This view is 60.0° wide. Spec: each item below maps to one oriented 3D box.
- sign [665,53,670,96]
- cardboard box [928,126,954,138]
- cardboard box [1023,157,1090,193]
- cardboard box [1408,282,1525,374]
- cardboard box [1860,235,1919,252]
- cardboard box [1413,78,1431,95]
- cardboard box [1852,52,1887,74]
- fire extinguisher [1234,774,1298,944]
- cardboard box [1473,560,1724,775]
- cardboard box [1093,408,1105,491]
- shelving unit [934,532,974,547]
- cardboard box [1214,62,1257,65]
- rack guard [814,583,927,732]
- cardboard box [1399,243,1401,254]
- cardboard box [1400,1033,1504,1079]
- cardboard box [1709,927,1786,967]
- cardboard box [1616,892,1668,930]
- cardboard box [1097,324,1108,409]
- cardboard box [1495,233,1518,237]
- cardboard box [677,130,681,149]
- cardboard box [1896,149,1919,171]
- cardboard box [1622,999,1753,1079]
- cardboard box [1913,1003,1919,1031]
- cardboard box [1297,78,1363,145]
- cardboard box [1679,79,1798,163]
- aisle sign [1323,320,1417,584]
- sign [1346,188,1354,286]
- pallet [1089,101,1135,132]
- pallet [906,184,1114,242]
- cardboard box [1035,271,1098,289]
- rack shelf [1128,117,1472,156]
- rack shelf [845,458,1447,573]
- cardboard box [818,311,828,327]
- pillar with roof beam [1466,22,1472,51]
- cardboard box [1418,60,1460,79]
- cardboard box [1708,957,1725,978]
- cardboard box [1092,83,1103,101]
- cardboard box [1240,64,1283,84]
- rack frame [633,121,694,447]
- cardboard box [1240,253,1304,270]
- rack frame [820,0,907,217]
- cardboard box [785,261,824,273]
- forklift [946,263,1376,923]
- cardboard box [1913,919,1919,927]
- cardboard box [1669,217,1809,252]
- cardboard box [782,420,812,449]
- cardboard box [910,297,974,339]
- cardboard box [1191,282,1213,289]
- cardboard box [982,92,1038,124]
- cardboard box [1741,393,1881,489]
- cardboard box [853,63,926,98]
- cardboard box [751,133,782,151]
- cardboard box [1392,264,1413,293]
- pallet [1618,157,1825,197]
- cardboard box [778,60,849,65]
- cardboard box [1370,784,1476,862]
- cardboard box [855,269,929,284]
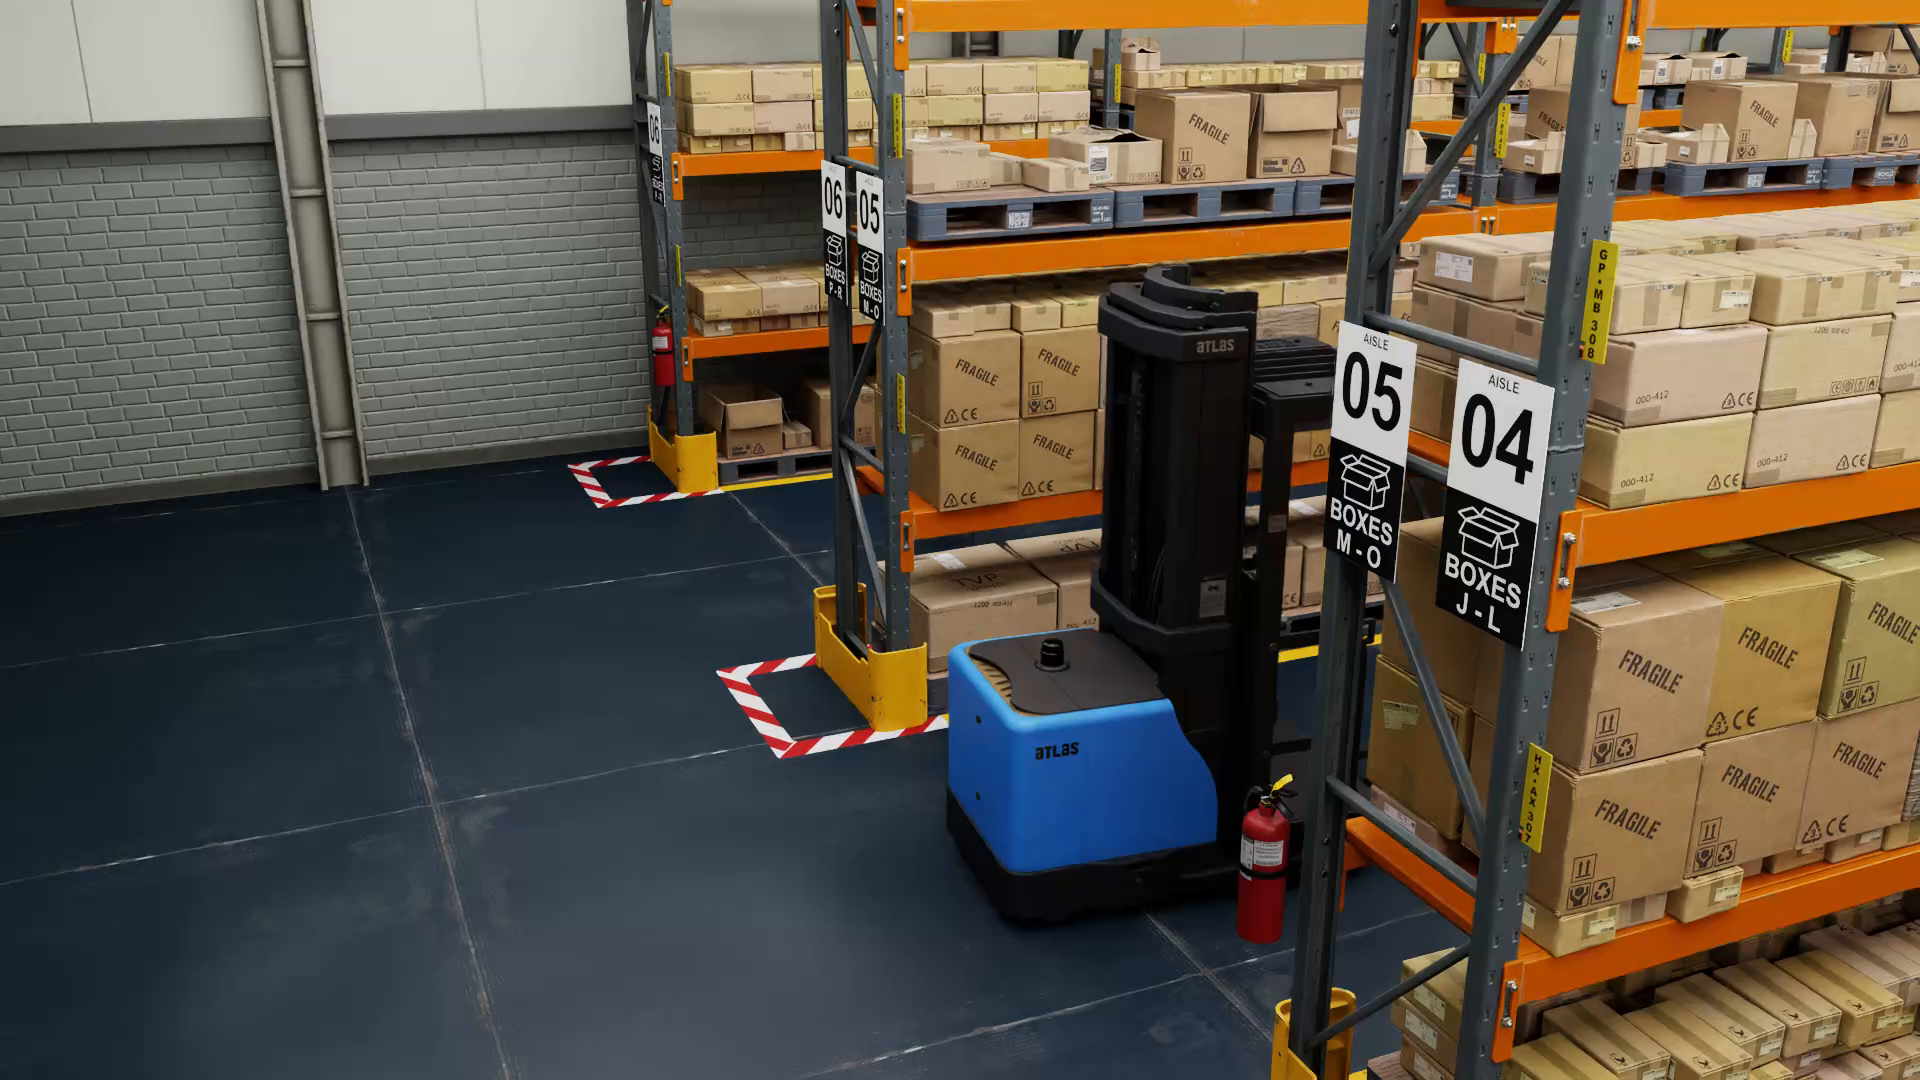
[{"bbox_3d":[-2.296,-3.653,13.049,0.005,0.325,0.100,-8,21,-22],"label":"sign"},{"bbox_3d":[-0.241,-3.521,14.367,0.250,0.149,0.380,-8,21,-21],"label":"cardboard box"},{"bbox_3d":[0.549,-2.093,9.529,0.250,0.149,0.380,-7,21,-20],"label":"cardboard box"},{"bbox_3d":[1.834,-0.700,5.451,0.500,0.250,0.500,-9,21,-24],"label":"cardboard box"},{"bbox_3d":[3.117,-0.869,5.328,0.250,0.149,0.380,-7,21,-20],"label":"cardboard box"},{"bbox_3d":[4.359,-4.428,16.191,0.250,0.149,0.380,-9,21,-23],"label":"cardboard box"},{"bbox_3d":[9.990,-5.270,18.375,0.258,0.266,0.396,-9,21,-23],"label":"cardboard box"},{"bbox_3d":[1.098,1.122,5.995,0.183,0.674,0.296,-8,21,-22],"label":"fire extinguisher"},{"bbox_3d":[2.029,0.381,5.321,0.500,0.500,0.500,-8,21,-22],"label":"cardboard box"},{"bbox_3d":[0.940,-0.638,10.166,0.500,0.500,0.500,-8,21,-22],"label":"cardboard box"},{"bbox_3d":[-0.049,-0.488,12.828,0.252,1.050,0.215,-8,21,-22],"label":"shelving unit"},{"bbox_3d":[2.598,-4.429,15.716,0.250,0.149,0.380,-8,21,-22],"label":"cardboard box"},{"bbox_3d":[-0.564,0.704,10.271,0.348,0.500,1.175,-8,21,-22],"label":"rack guard"},{"bbox_3d":[3.994,-2.934,16.432,0.500,0.250,0.500,-9,21,-24],"label":"cardboard box"},{"bbox_3d":[1.913,2.031,6.396,0.250,0.149,0.380,-8,21,-21],"label":"cardboard box"},{"bbox_3d":[3.112,1.581,6.781,0.250,0.149,0.380,-9,21,-24],"label":"cardboard box"},{"bbox_3d":[2.156,1.147,5.625,0.250,0.149,0.380,-7,21,-20],"label":"cardboard box"},{"bbox_3d":[0.953,-1.114,10.013,0.500,0.500,0.500,-8,21,-22],"label":"cardboard box"},{"bbox_3d":[5.349,-3.185,17.026,0.500,0.250,0.500,-8,21,-22],"label":"cardboard box"},{"bbox_3d":[-2.309,-3.401,14.026,0.250,0.149,0.380,-8,21,-20],"label":"cardboard box"},{"bbox_3d":[7.161,-2.817,12.367,0.250,0.149,0.380,-8,21,-22],"label":"cardboard box"},{"bbox_3d":[2.615,1.851,6.012,0.250,0.149,0.380,-8,21,-22],"label":"cardboard box"},{"bbox_3d":[3.789,1.788,6.640,0.250,0.149,0.380,-9,21,-24],"label":"cardboard box"},{"bbox_3d":[2.508,-2.699,10.720,0.500,0.500,0.500,-8,21,-21],"label":"cardboard box"},{"bbox_3d":[5.301,-2.871,11.359,0.500,0.500,0.500,-8,21,-21],"label":"cardboard box"},{"bbox_3d":[1.326,-0.290,5.416,0.004,0.787,0.394,-8,21,-22],"label":"aisle sign"},{"bbox_3d":[1.310,-0.987,5.458,0.005,0.325,0.100,-8,21,-22],"label":"sign"},{"bbox_3d":[1.788,-3.908,15.372,1.003,0.211,1.213,-8,21,-22],"label":"pallet"},{"bbox_3d":[0.135,-1.952,9.667,1.213,0.211,1.003,-8,21,-22],"label":"pallet"},{"bbox_3d":[0.651,-1.545,10.261,0.250,0.149,0.380,-8,21,-22],"label":"cardboard box"},{"bbox_3d":[2.998,-3.857,16.025,4.000,0.370,1.077,-8,21,-22],"label":"rack shelf"},{"bbox_3d":[1.295,-0.402,10.731,4.000,0.370,1.077,-8,21,-22],"label":"rack shelf"},{"bbox_3d":[-1.160,-1.977,14.498,0.250,0.149,0.380,-8,21,-21],"label":"cardboard box"},{"bbox_3d":[7.380,-5.007,13.694,0.400,9.000,9.100,-8,21,-22],"label":"pillar with roof beam"},{"bbox_3d":[4.636,-4.581,16.177,0.250,0.149,0.380,-7,21,-20],"label":"cardboard box"},{"bbox_3d":[3.073,1.699,6.894,0.250,0.149,0.380,-7,21,-19],"label":"cardboard box"},{"bbox_3d":[1.412,-4.120,15.287,0.250,0.149,0.380,-8,21,-22],"label":"cardboard box"},{"bbox_3d":[2.766,-4.296,15.337,0.250,0.149,0.380,-8,21,-22],"label":"cardboard box"},{"bbox_3d":[-2.511,-1.992,14.162,0.127,3.000,1.000,-8,21,-22],"label":"rack frame"},{"bbox_3d":[2.039,-1.768,10.894,0.250,0.149,0.380,-8,21,-22],"label":"cardboard box"},{"bbox_3d":[-0.542,-3.308,8.868,0.127,3.000,1.000,-8,21,-22],"label":"rack frame"},{"bbox_3d":[-1.263,-2.334,14.912,0.500,0.250,0.500,-7,21,-20],"label":"cardboard box"},{"bbox_3d":[1.504,0.147,8.191,3.031,2.935,1.130,-6,20,-17],"label":"forklift"},{"bbox_3d":[4.035,1.638,6.617,0.250,0.149,0.380,-9,21,-25],"label":"cardboard box"},{"bbox_3d":[2.658,-1.003,5.710,0.250,0.149,0.380,-9,21,-23],"label":"cardboard box"},{"bbox_3d":[-1.507,-0.941,14.837,0.250,0.149,0.380,-9,21,-24],"label":"cardboard box"},{"bbox_3d":[-0.106,-1.266,9.467,0.250,0.149,0.380,-8,21,-21],"label":"cardboard box"},{"bbox_3d":[1.335,-1.457,10.010,0.250,0.149,0.380,-9,21,-23],"label":"cardboard box"},{"bbox_3d":[0.345,-3.791,14.533,0.500,0.250,0.500,-9,21,-24],"label":"cardboard box"},{"bbox_3d":[2.511,-0.375,5.281,0.500,0.250,0.500,-7,21,-20],"label":"cardboard box"},{"bbox_3d":[-0.610,-3.895,14.077,0.500,0.250,0.500,-8,21,-20],"label":"cardboard box"},{"bbox_3d":[-1.654,-3.330,13.825,0.250,0.149,0.380,-8,21,-22],"label":"cardboard box"},{"bbox_3d":[2.689,-1.690,10.673,0.250,0.149,0.380,-8,21,-21],"label":"cardboard box"},{"bbox_3d":[5.208,-2.608,11.680,1.213,0.211,1.003,-7,21,-19],"label":"pallet"},{"bbox_3d":[-1.267,-3.995,14.360,0.500,0.250,0.500,-8,21,-21],"label":"cardboard box"},{"bbox_3d":[1.699,1.007,6.023,0.250,0.149,0.380,-8,21,-22],"label":"cardboard box"},{"bbox_3d":[-0.600,-2.247,14.664,0.500,0.250,0.500,-9,21,-23],"label":"cardboard box"}]
